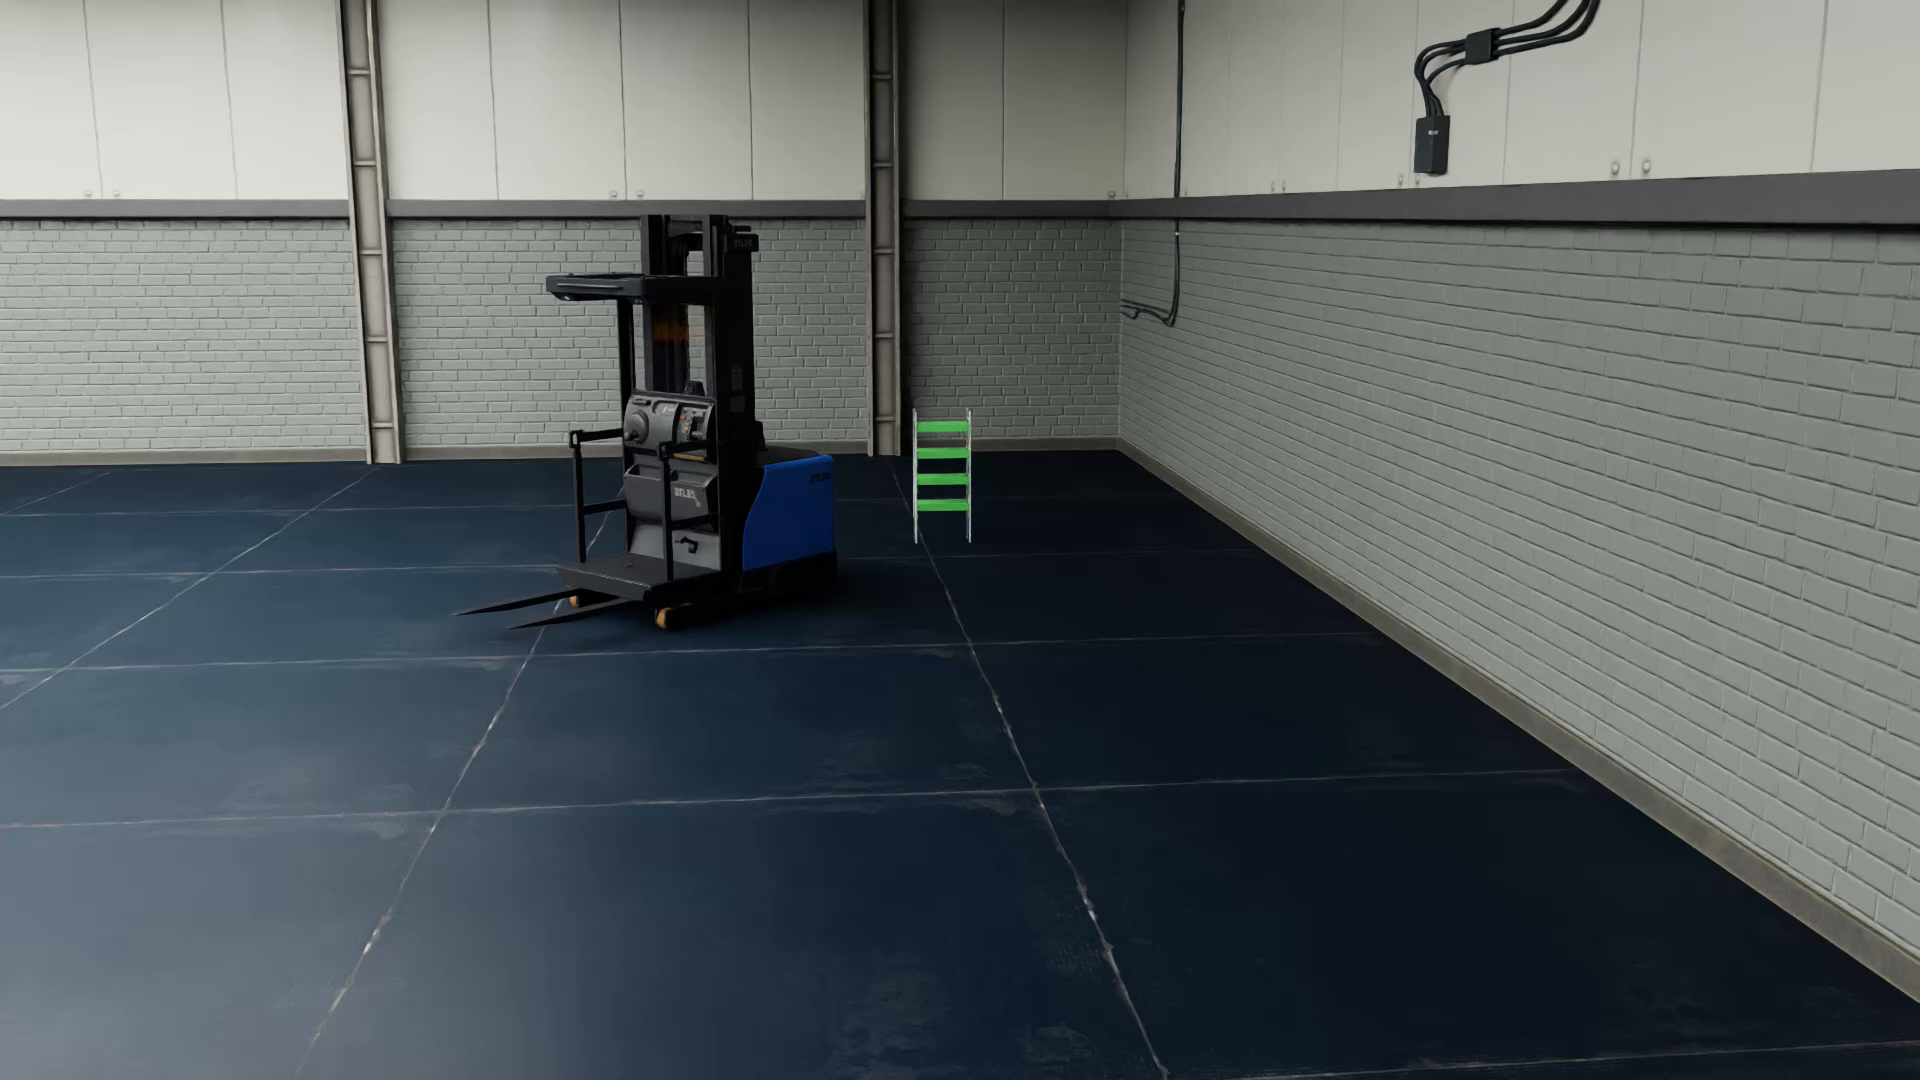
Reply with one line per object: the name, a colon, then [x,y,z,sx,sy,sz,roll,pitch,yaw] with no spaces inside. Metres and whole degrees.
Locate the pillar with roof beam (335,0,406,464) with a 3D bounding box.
pillar with roof beam: [-6.440,-4.530,14.964,0.400,9.000,9.100,-1,11,-6]

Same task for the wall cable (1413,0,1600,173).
wall cable: [3.141,-5.136,9.231,0.169,6.003,2.305,-1,11,-6]

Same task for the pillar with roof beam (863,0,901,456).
pillar with roof beam: [-0.475,-4.655,15.600,0.400,9.000,9.100,-1,11,-6]

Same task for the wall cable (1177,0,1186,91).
wall cable: [2.423,-5.724,15.995,0.112,2.526,3.097,-1,11,-6]

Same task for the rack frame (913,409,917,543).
rack frame: [-0.407,-0.580,15.091,0.015,1.200,0.240,-1,11,-6]

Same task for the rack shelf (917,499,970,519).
rack shelf: [-0.165,-0.287,15.175,0.480,0.148,0.258,-1,11,-6]

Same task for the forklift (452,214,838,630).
forklift: [-2.301,-0.896,12.212,1.130,2.935,3.031,9,14,38]

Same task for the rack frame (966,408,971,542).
rack frame: [0.078,-0.590,15.143,0.015,1.200,0.240,-1,11,-6]

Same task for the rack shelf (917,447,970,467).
rack shelf: [-0.165,-0.758,15.083,0.480,0.148,0.258,-1,11,-6]

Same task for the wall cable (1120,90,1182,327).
wall cable: [2.131,-3.765,19.121,0.112,2.526,3.097,-1,11,-6]

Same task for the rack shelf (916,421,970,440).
rack shelf: [-0.165,-0.994,15.036,0.480,0.148,0.258,-1,11,-6]

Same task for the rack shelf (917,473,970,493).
rack shelf: [-0.165,-0.523,15.129,0.480,0.148,0.258,-1,11,-6]

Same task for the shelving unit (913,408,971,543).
shelving unit: [-0.165,-0.585,15.117,0.503,1.200,0.258,-1,11,-6]
